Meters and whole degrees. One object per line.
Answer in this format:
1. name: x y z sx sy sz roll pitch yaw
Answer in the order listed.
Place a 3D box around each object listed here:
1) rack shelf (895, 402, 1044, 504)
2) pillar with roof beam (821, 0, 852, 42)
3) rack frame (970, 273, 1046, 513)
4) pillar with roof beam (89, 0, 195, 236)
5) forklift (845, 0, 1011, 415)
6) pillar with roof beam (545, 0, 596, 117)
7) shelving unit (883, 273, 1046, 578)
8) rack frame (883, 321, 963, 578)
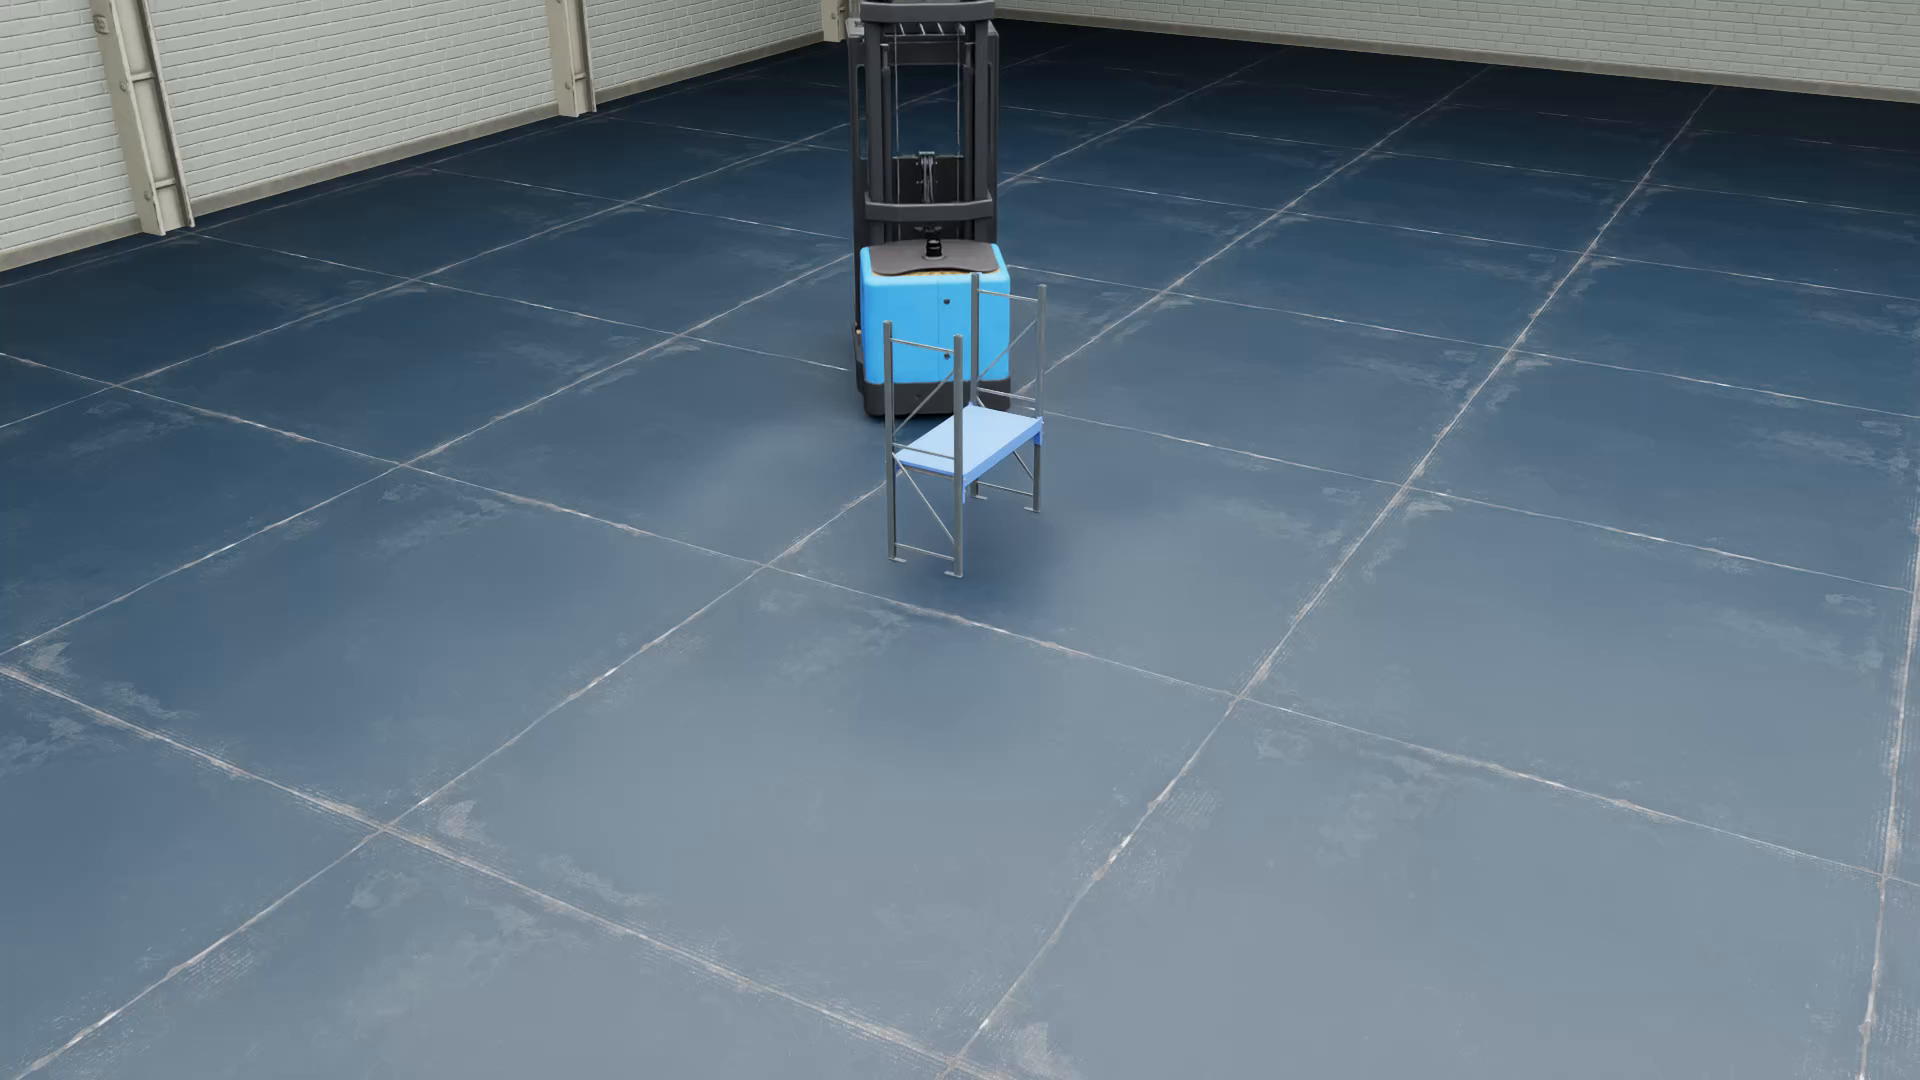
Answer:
1. rack shelf: 0.042 -0.543 10.061 0.538 0.185 1.000 14 30 26
2. pillar with roof beam: 1.853 -10.819 21.811 9.100 9.000 0.400 14 30 26
3. rack frame: 0.292 -0.902 10.376 0.500 1.500 0.032 14 30 26
4. pillar with roof beam: -4.050 -6.143 12.468 9.100 9.000 0.400 14 30 26
5. forklift: -0.286 -2.826 12.621 1.130 2.935 3.031 -2 27 -5
6. pillar with roof beam: -1.098 -8.481 17.139 9.100 9.000 0.400 14 30 26
7. shelving unit: 0.042 -0.704 9.981 0.538 1.500 1.048 14 30 26
8. rack frame: -0.208 -0.506 9.585 0.500 1.500 0.032 14 30 26
